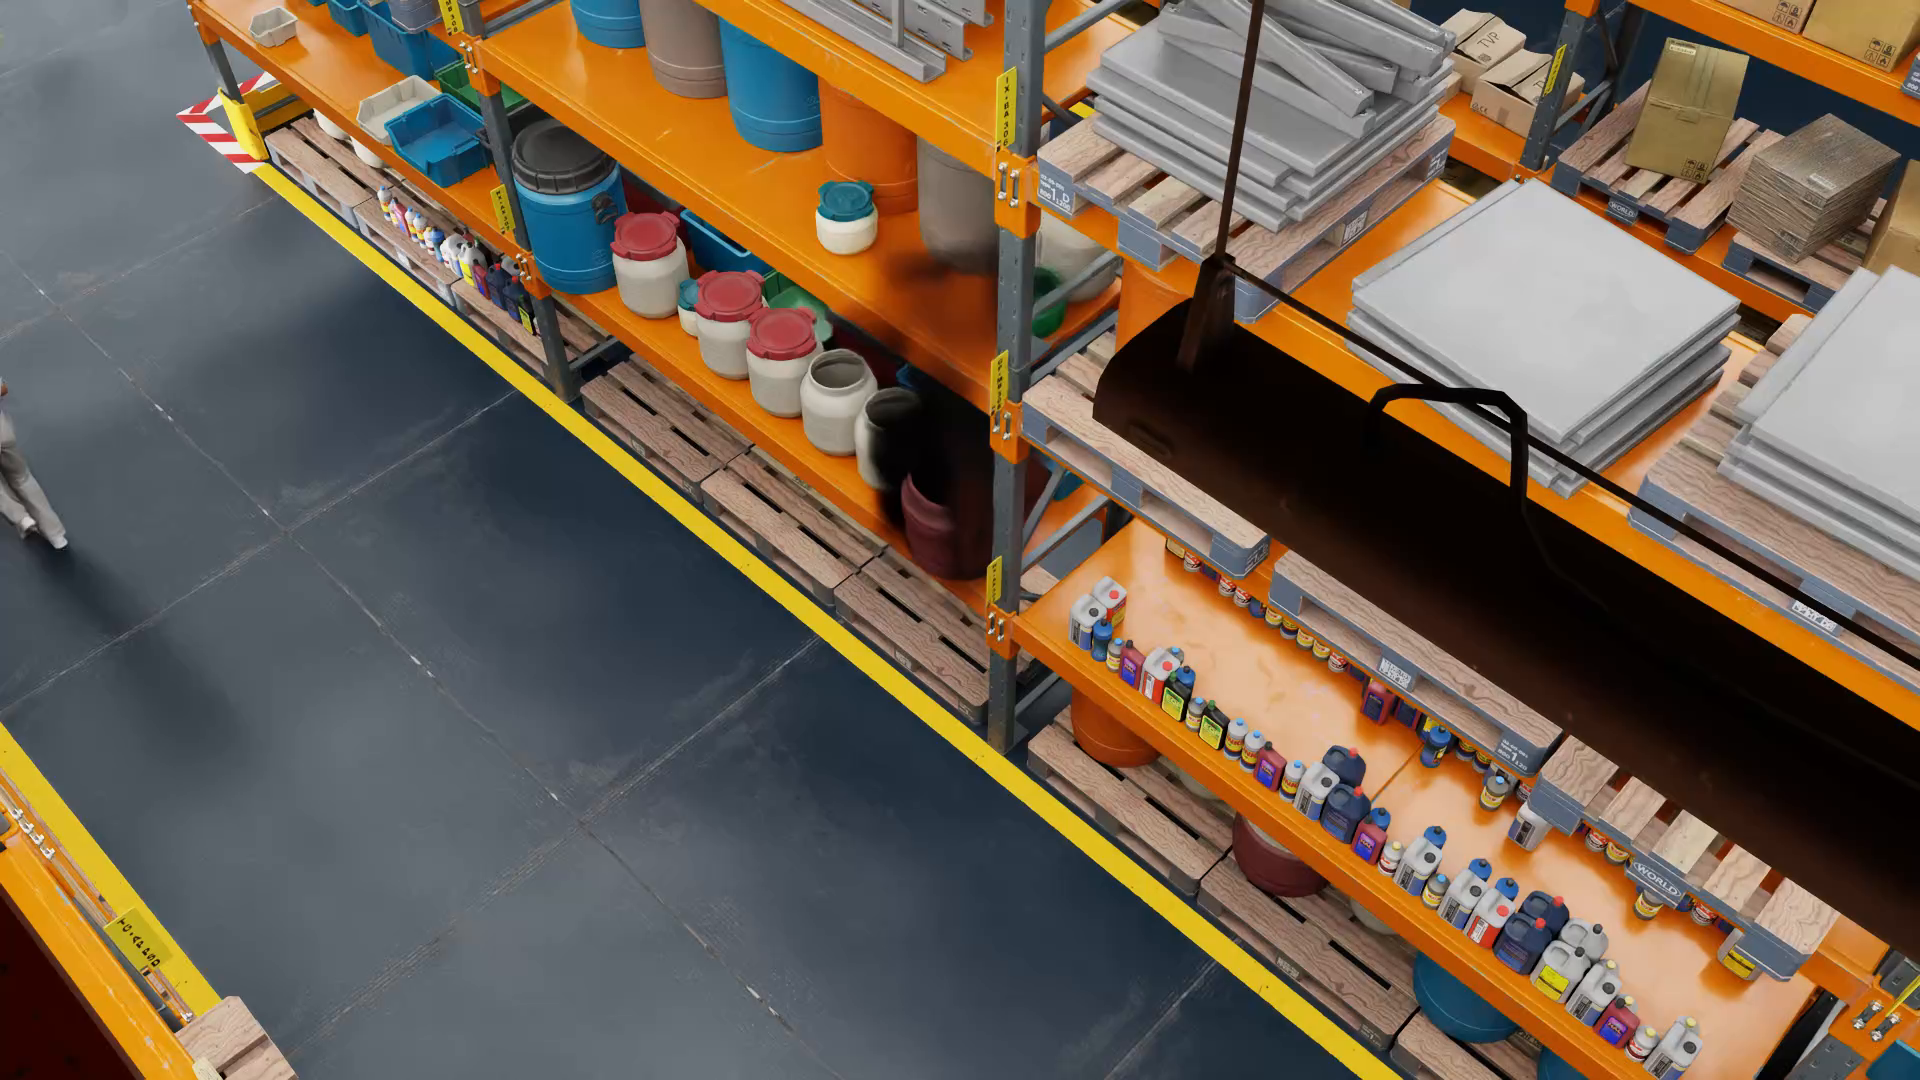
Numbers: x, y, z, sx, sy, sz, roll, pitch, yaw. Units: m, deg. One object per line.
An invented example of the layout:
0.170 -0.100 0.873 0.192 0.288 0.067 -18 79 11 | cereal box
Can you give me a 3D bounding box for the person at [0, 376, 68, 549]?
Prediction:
-5.790 -0.596 9.818 0.616 1.642 0.548 34 58 25 | person
